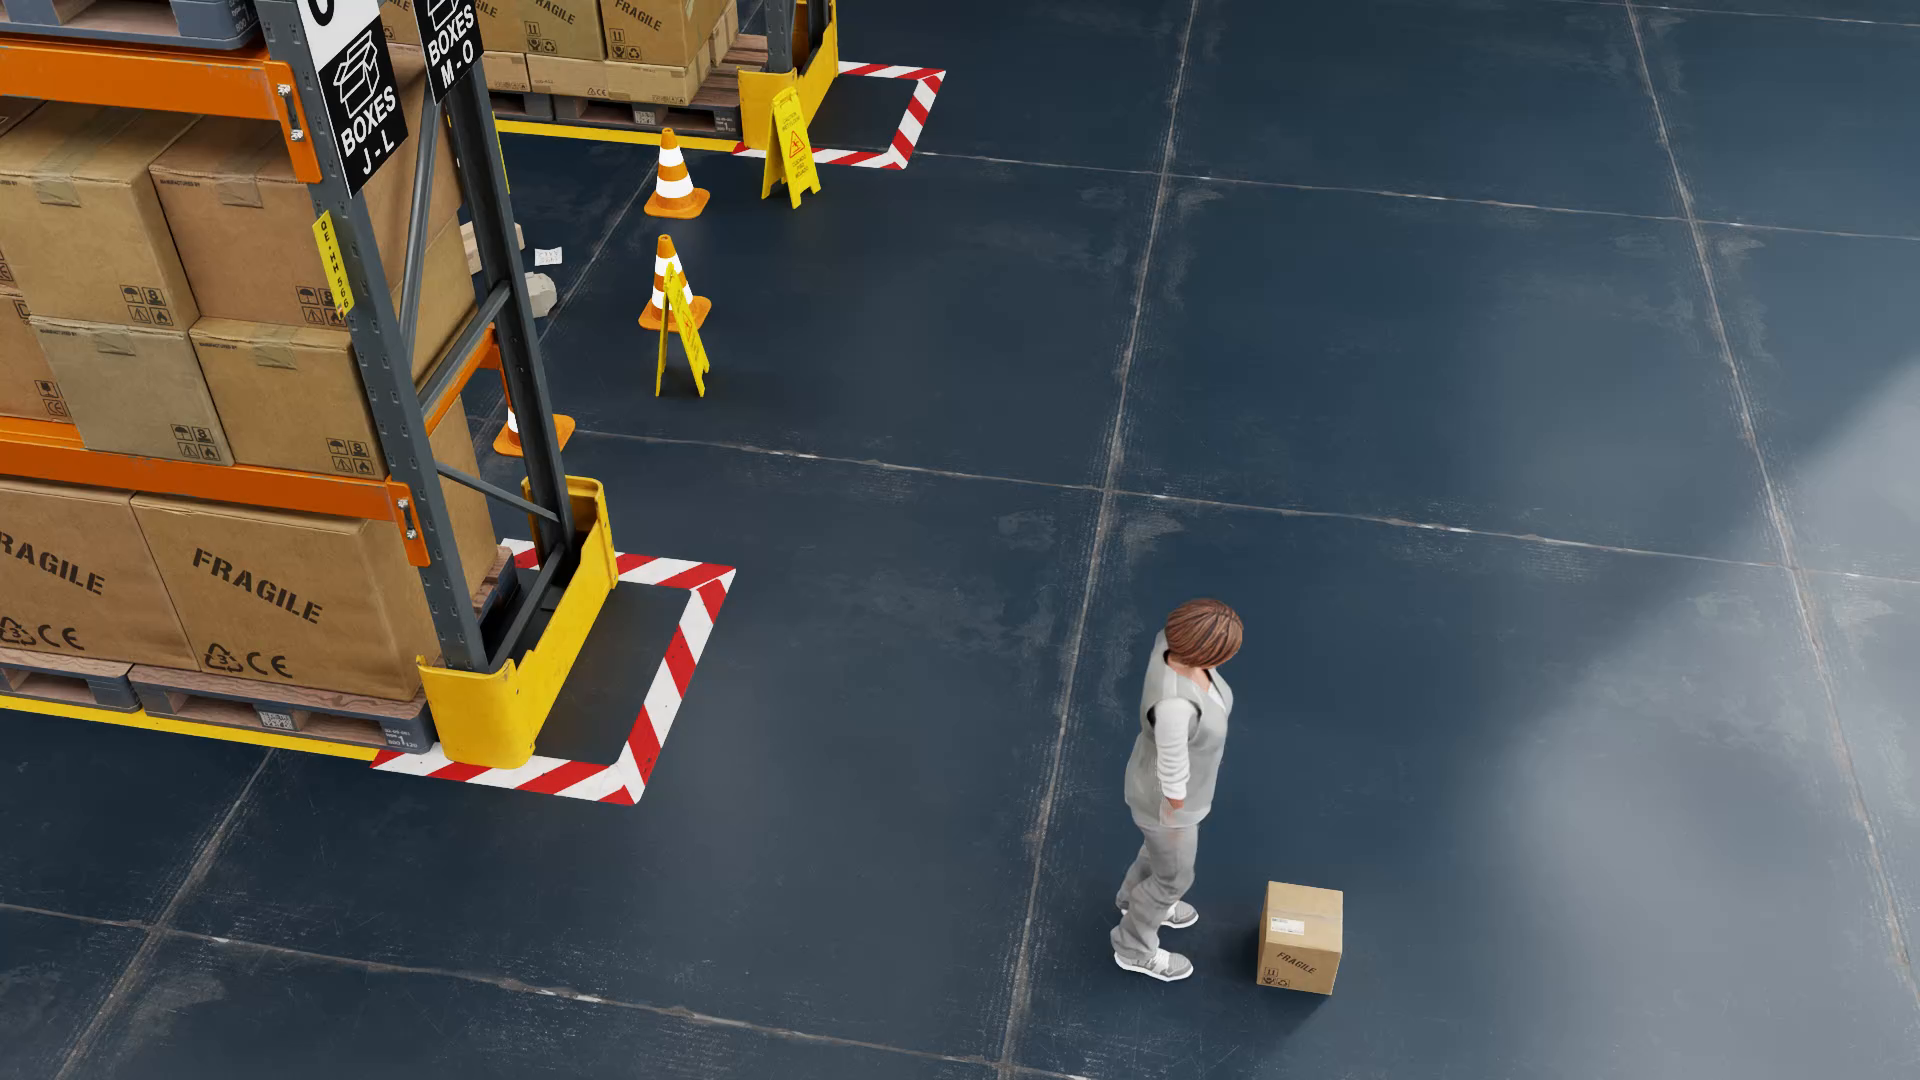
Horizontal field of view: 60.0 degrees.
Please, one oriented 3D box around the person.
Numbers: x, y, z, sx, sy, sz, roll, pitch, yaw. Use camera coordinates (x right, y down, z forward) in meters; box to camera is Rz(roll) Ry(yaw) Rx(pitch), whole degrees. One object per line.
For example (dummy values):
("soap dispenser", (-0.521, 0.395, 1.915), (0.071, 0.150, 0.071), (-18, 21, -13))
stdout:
("person", (0.674, 0.783, 5.289), (0.300, 1.576, 0.409), (7, 42, 8))
